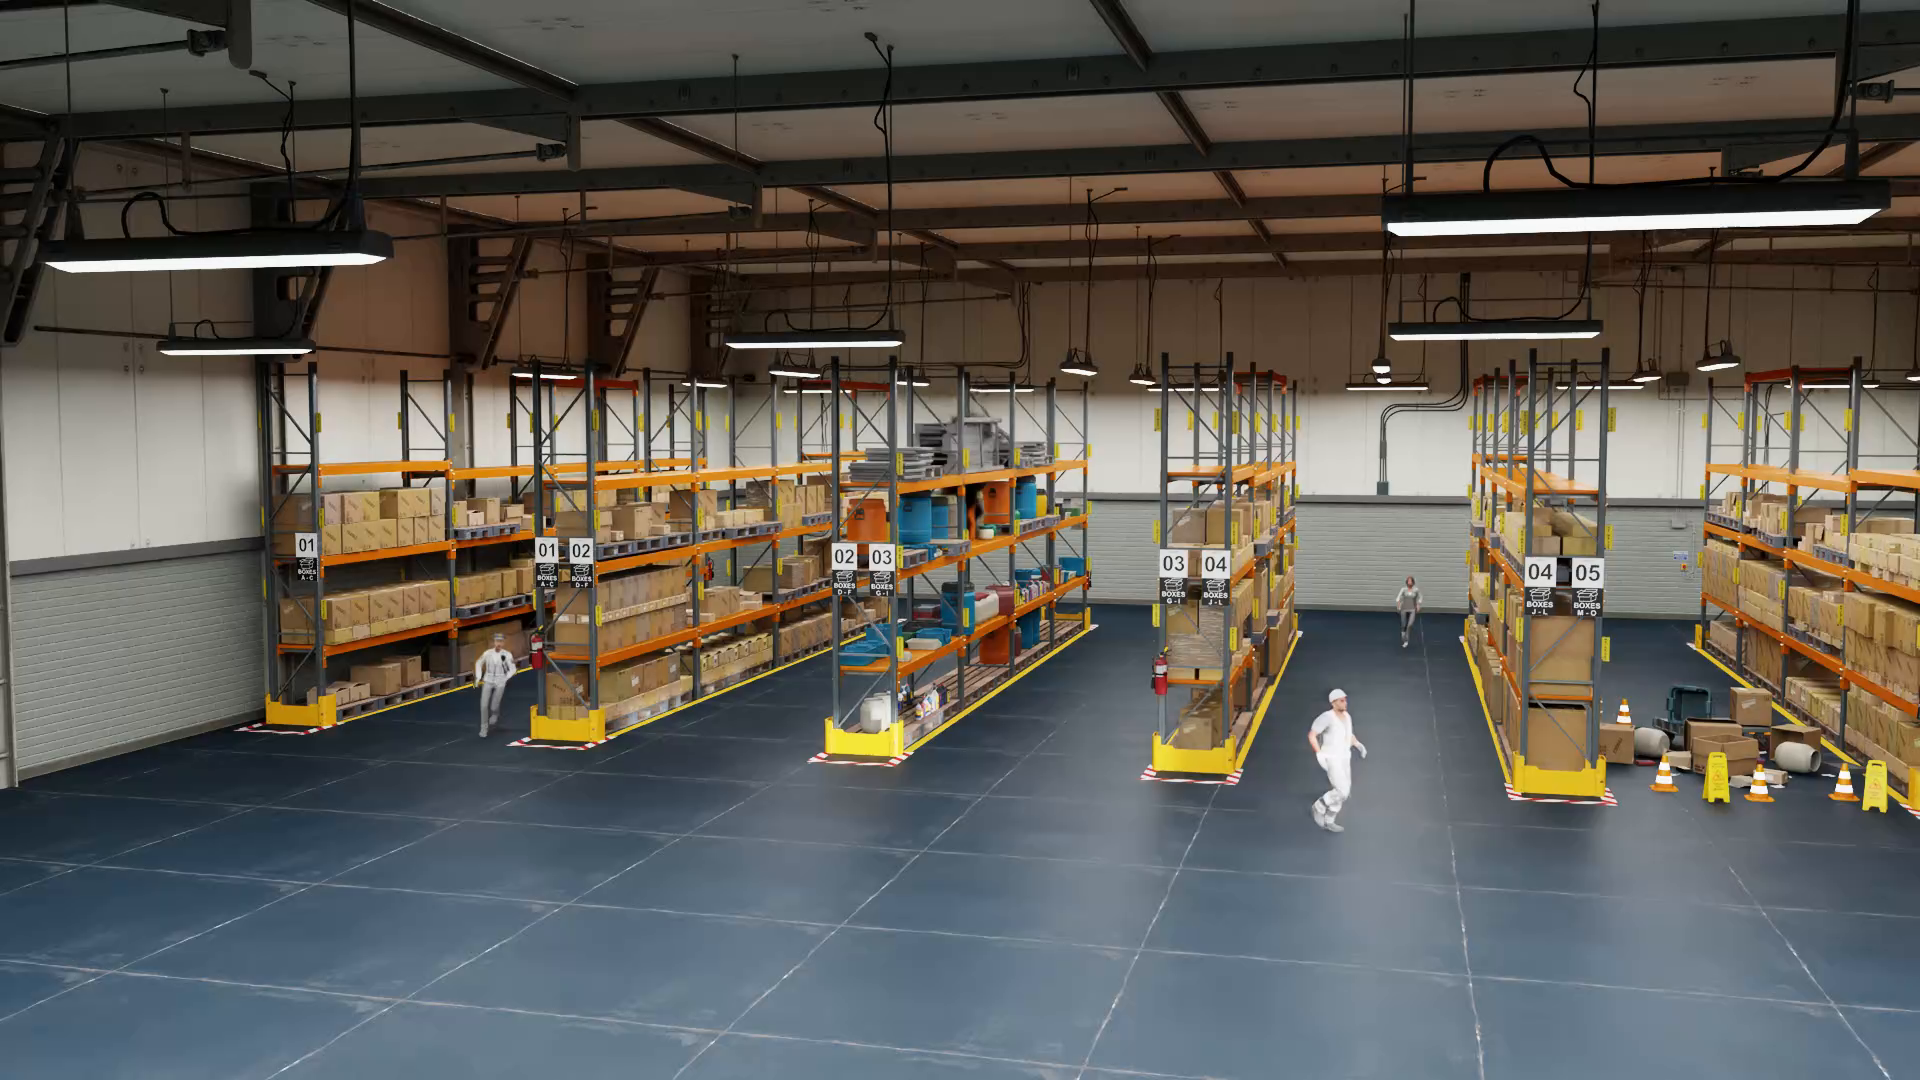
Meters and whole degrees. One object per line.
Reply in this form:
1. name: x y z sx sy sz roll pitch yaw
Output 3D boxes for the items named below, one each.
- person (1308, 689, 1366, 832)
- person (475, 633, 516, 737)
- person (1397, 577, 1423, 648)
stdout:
1. person: 4.633 2.695 20.348 0.669 1.749 0.584 -3 5 -41
2. person: -7.490 2.317 26.818 0.657 1.662 0.648 0 4 -6
3. person: 10.094 1.605 37.344 0.558 1.570 0.745 1 4 17
